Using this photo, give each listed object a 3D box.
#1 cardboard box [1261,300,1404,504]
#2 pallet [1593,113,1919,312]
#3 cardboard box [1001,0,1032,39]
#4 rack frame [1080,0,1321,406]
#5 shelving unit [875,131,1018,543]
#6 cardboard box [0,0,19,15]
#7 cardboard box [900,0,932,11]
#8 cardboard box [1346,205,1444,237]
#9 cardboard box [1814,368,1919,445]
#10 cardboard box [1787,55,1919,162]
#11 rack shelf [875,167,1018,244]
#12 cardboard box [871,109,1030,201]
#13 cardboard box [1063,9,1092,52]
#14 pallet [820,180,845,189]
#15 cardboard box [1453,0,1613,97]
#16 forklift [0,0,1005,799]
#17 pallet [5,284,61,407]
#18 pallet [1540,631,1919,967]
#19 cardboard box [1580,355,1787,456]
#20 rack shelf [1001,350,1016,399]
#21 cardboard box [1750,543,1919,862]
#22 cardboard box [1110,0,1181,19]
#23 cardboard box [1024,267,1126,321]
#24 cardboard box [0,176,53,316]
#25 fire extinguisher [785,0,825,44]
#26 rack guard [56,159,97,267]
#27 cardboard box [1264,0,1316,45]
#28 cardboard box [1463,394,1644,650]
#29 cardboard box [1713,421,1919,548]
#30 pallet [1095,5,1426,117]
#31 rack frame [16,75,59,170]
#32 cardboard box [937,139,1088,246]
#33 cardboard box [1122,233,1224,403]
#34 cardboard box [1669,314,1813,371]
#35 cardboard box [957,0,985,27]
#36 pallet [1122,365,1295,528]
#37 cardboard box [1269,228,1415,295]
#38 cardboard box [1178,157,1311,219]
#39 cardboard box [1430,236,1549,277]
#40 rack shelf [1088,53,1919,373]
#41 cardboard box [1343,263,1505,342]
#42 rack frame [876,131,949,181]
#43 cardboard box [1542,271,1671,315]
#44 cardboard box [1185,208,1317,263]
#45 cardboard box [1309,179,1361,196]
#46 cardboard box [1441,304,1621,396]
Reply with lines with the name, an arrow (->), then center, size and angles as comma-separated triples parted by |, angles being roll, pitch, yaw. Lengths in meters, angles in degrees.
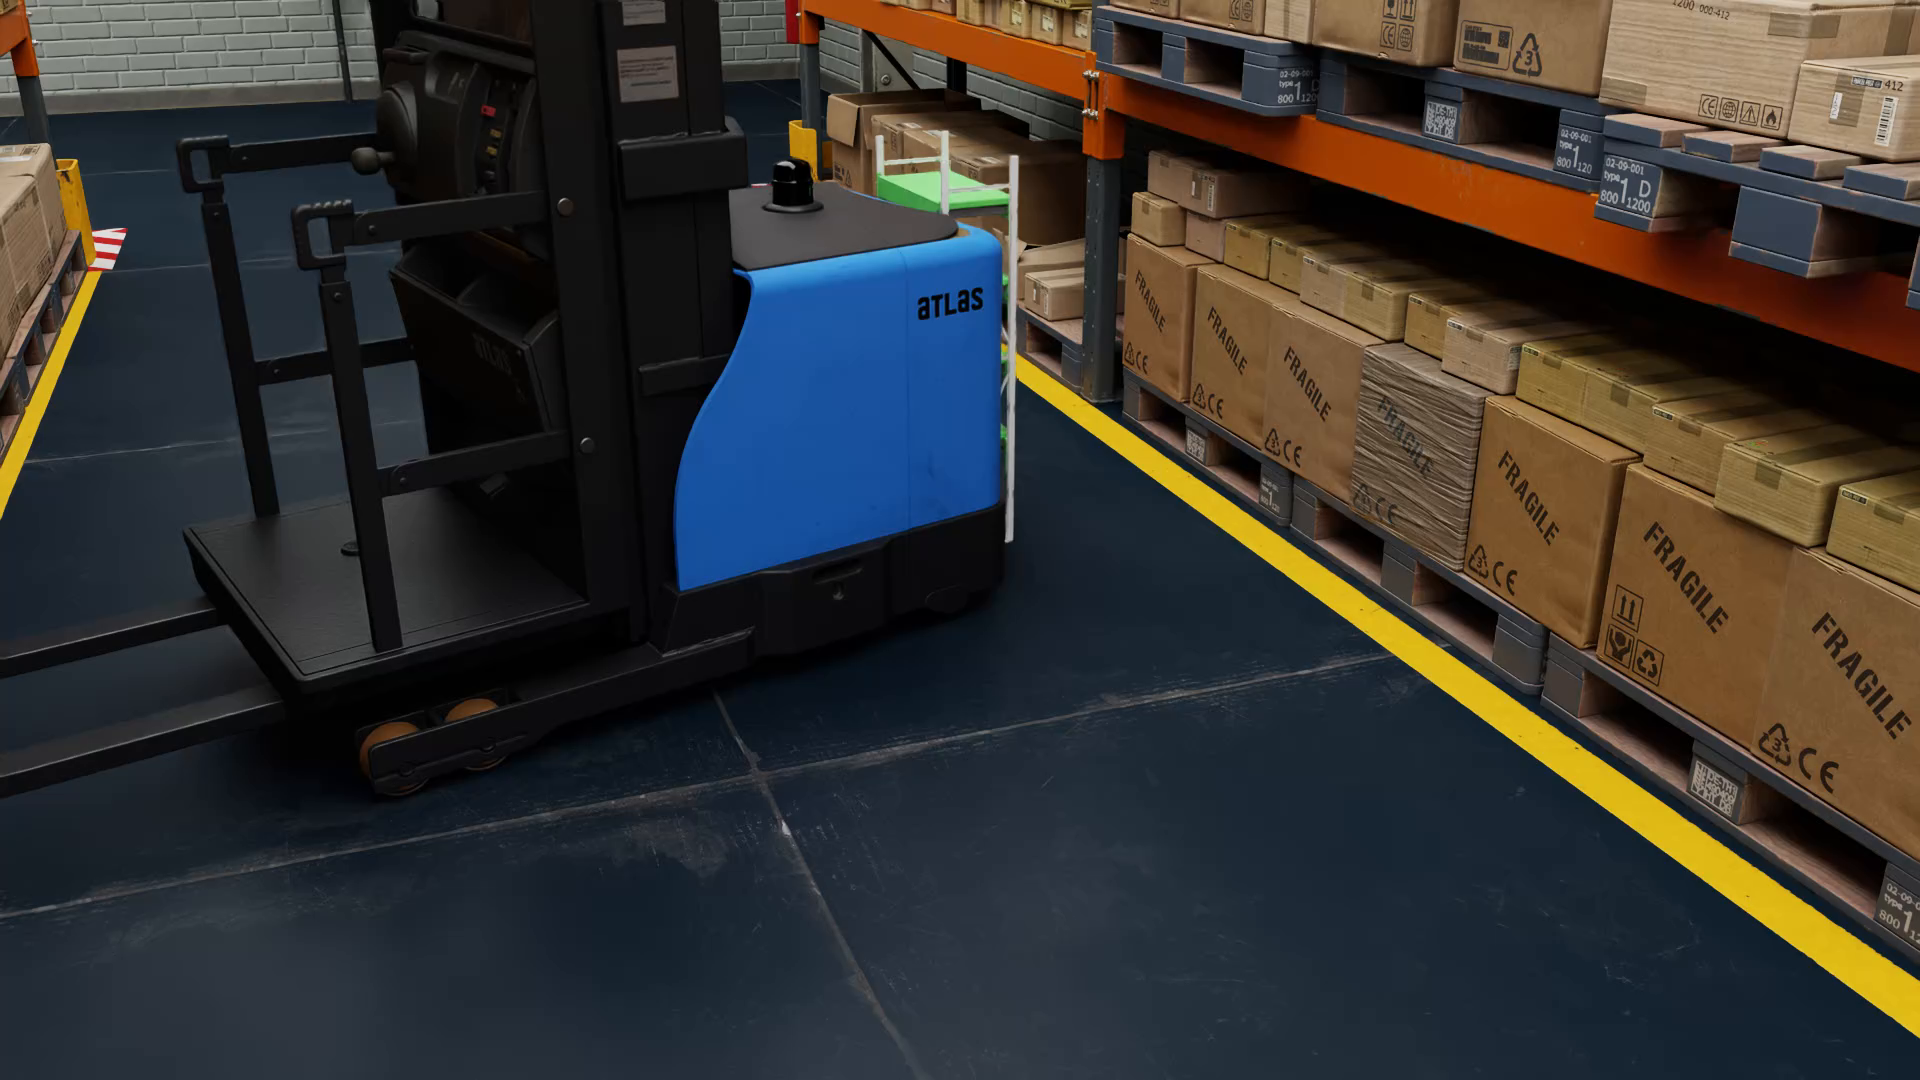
cardboard box -> 1.295, -0.456, 5.149 | 0.500, 0.500, 0.500 | -9, 25, -21
pallet -> 2.073, -0.690, 3.273 | 1.213, 0.211, 1.003 | -8, 24, -19
cardboard box -> 0.390, -2.144, 6.797 | 0.380, 0.149, 0.250 | -8, 24, -18
rack frame -> 0.965, -1.995, 6.122 | 1.000, 3.000, 0.127 | -8, 24, -19
shelving unit -> -0.046, -0.618, 5.172 | 0.258, 1.200, 0.503 | -10, 25, -23
cardboard box -> -4.672, -2.674, 7.603 | 0.500, 0.500, 0.500 | -8, 24, -19
cardboard box -> -0.068, -2.608, 7.900 | 0.380, 0.149, 0.250 | -8, 24, -18
cardboard box -> 1.557, -1.060, 5.745 | 0.380, 0.149, 0.250 | -8, 24, -18
cardboard box -> 2.254, -0.294, 3.929 | 0.380, 0.149, 0.250 | -8, 24, -18
cardboard box -> 1.787, -0.806, 3.083 | 0.380, 0.149, 0.250 | -8, 24, -18
rack shelf -> -0.046, -1.002, 5.011 | 0.258, 0.148, 0.480 | -10, 25, -23
cardboard box -> -0.055, -1.939, 8.667 | 0.700, 0.500, 0.500 | -7, 24, -17
cardboard box -> 0.616, -1.961, 6.364 | 0.380, 0.149, 0.250 | -8, 24, -18
pallet -> -0.138, -1.847, 9.360 | 1.003, 0.211, 1.213 | -8, 24, -19
cardboard box -> 1.629, -1.351, 3.919 | 0.797, 0.503, 0.637 | -9, 24, -20
forklift -> -1.364, -0.992, 3.831 | 3.031, 2.935, 1.130 | -16, 27, -33
pallet -> -4.307, -0.759, 6.779 | 1.003, 0.211, 1.213 | -8, 24, -19
pallet -> 2.150, 0.466, 3.872 | 1.003, 0.211, 1.213 | -8, 24, -19
cardboard box -> 1.739, -0.326, 4.004 | 0.380, 0.149, 0.250 | -8, 24, -17
rack shelf -> -0.046, -0.559, 5.197 | 0.258, 0.148, 0.480 | -10, 25, -23
cardboard box -> 2.028, 0.292, 3.373 | 0.500, 0.500, 0.500 | -8, 24, -17
cardboard box -> 0.927, -2.029, 5.532 | 0.700, 0.500, 0.500 | -8, 24, -18
cardboard box -> 0.494, -1.037, 6.979 | 0.380, 0.149, 0.250 | -9, 25, -21
cardboard box -> -4.432, -1.222, 7.045 | 0.875, 0.438, 0.875 | -8, 24, -18
fire extinguisher -> -0.932, -3.231, 9.635 | 0.296, 0.674, 0.183 | -8, 24, -19
rack guard -> -5.099, -1.623, 8.458 | 1.175, 0.500, 0.348 | -8, 24, -19
cardboard box -> 1.097, -1.570, 4.744 | 0.396, 0.266, 0.258 | -7, 24, -16
cardboard box -> 1.673, -0.081, 4.258 | 0.500, 0.500, 0.500 | -7, 24, -17
cardboard box -> 1.841, -0.122, 3.521 | 0.380, 0.149, 0.250 | -10, 25, -22
pallet -> 1.145, -1.602, 5.435 | 1.003, 0.211, 1.213 | -8, 24, -19
rack frame -> -5.090, -2.766, 7.952 | 1.000, 3.000, 0.127 | -8, 24, -19
cardboard box -> 0.312, -1.562, 7.772 | 0.700, 0.500, 0.500 | -9, 25, -21
cardboard box -> 0.926, -0.830, 6.036 | 0.500, 0.500, 0.500 | -7, 24, -17
cardboard box -> 2.107, -0.494, 4.403 | 0.380, 0.149, 0.250 | -9, 24, -20
cardboard box -> 0.206, -2.332, 7.243 | 0.380, 0.149, 0.250 | -9, 24, -20
pallet -> 1.288, -0.420, 5.975 | 1.003, 0.211, 1.213 | -8, 24, -19
cardboard box -> 1.224, -0.890, 5.341 | 0.380, 0.149, 0.250 | -9, 24, -20
cardboard box -> 0.980, -1.218, 5.738 | 0.380, 0.149, 0.250 | -10, 25, -22
cardboard box -> 1.719, -0.863, 5.278 | 0.380, 0.149, 0.250 | -8, 24, -18
rack shelf -> 1.672, -0.937, 4.538 | 1.077, 0.370, 4.000 | -8, 24, -19
cardboard box -> 1.363, -0.703, 4.899 | 0.380, 0.149, 0.250 | -7, 24, -17
rack frame -> -0.147, -0.705, 5.377 | 0.240, 1.200, 0.015 | -10, 25, -23
cardboard box -> 1.923, -0.681, 4.847 | 0.380, 0.149, 0.250 | -9, 25, -21
cardboard box -> 1.013, -1.079, 5.791 | 0.380, 0.149, 0.250 | -9, 24, -20
cardboard box -> 1.365, -1.242, 6.177 | 0.380, 0.149, 0.250 | -9, 25, -21
cardboard box -> 1.525, -0.513, 4.448 | 0.380, 0.149, 0.250 | -10, 25, -22
